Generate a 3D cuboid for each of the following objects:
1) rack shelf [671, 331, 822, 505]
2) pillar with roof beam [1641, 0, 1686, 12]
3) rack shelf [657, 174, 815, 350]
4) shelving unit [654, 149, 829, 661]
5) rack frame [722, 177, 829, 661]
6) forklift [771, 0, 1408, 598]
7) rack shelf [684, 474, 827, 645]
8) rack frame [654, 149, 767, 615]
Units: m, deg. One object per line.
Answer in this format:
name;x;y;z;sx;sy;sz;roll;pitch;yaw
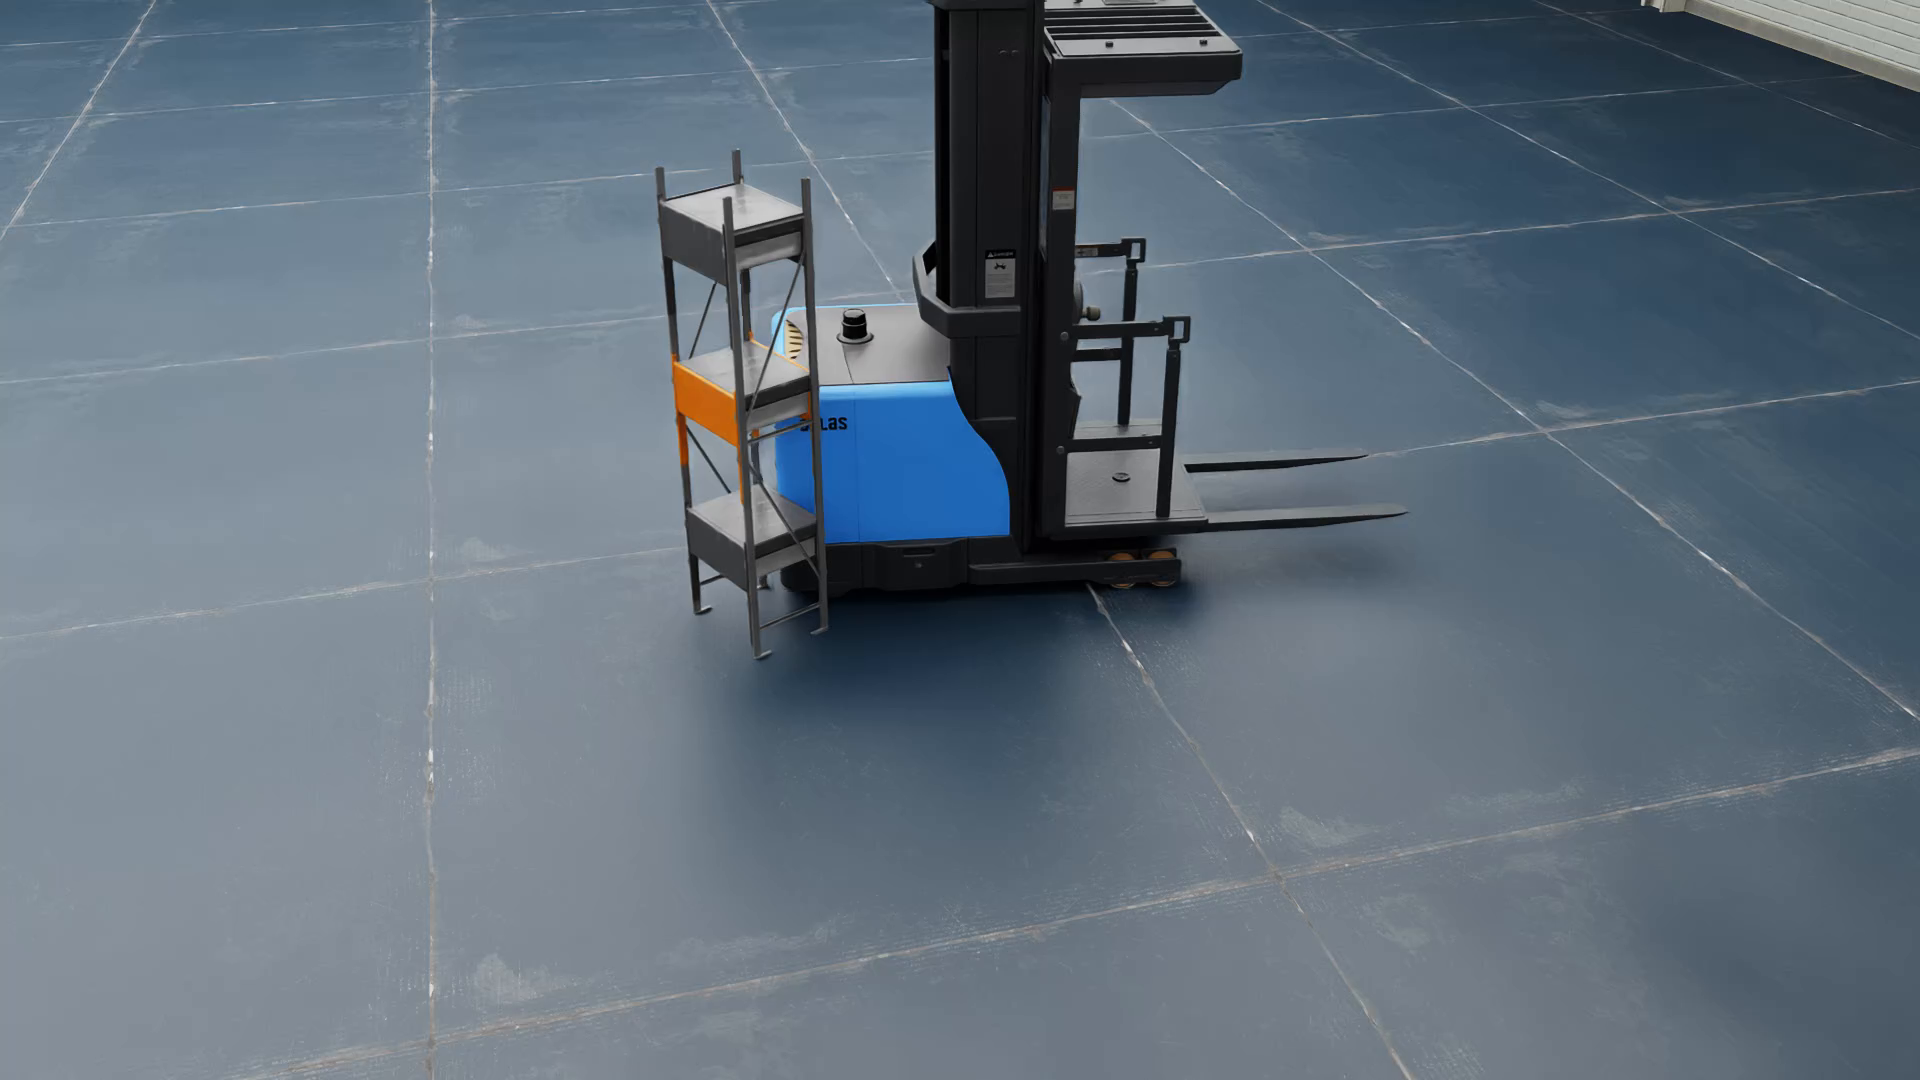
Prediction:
rack shelf;-0.907;-0.527;7.089;0.431;0.518;0.480;-23;37;-34
pillar with roof beam;3.655;-9.230;15.213;9.100;9.000;0.400;-8;31;-13
rack shelf;-0.903;-1.134;6.741;0.431;0.518;0.480;-23;37;-34
shelving unit;-0.907;-0.539;7.082;0.431;2.100;0.503;-23;37;-34
rack frame;-0.749;-0.446;6.921;0.400;2.100;0.015;-23;37;-34
forklift;0.628;-1.300;7.570;3.031;2.935;1.130;-3;30;-5
rack shelf;-0.911;0.080;7.437;0.431;0.518;0.480;-23;37;-34
rack frame;-1.065;-0.632;7.243;0.400;2.100;0.015;-23;37;-34
